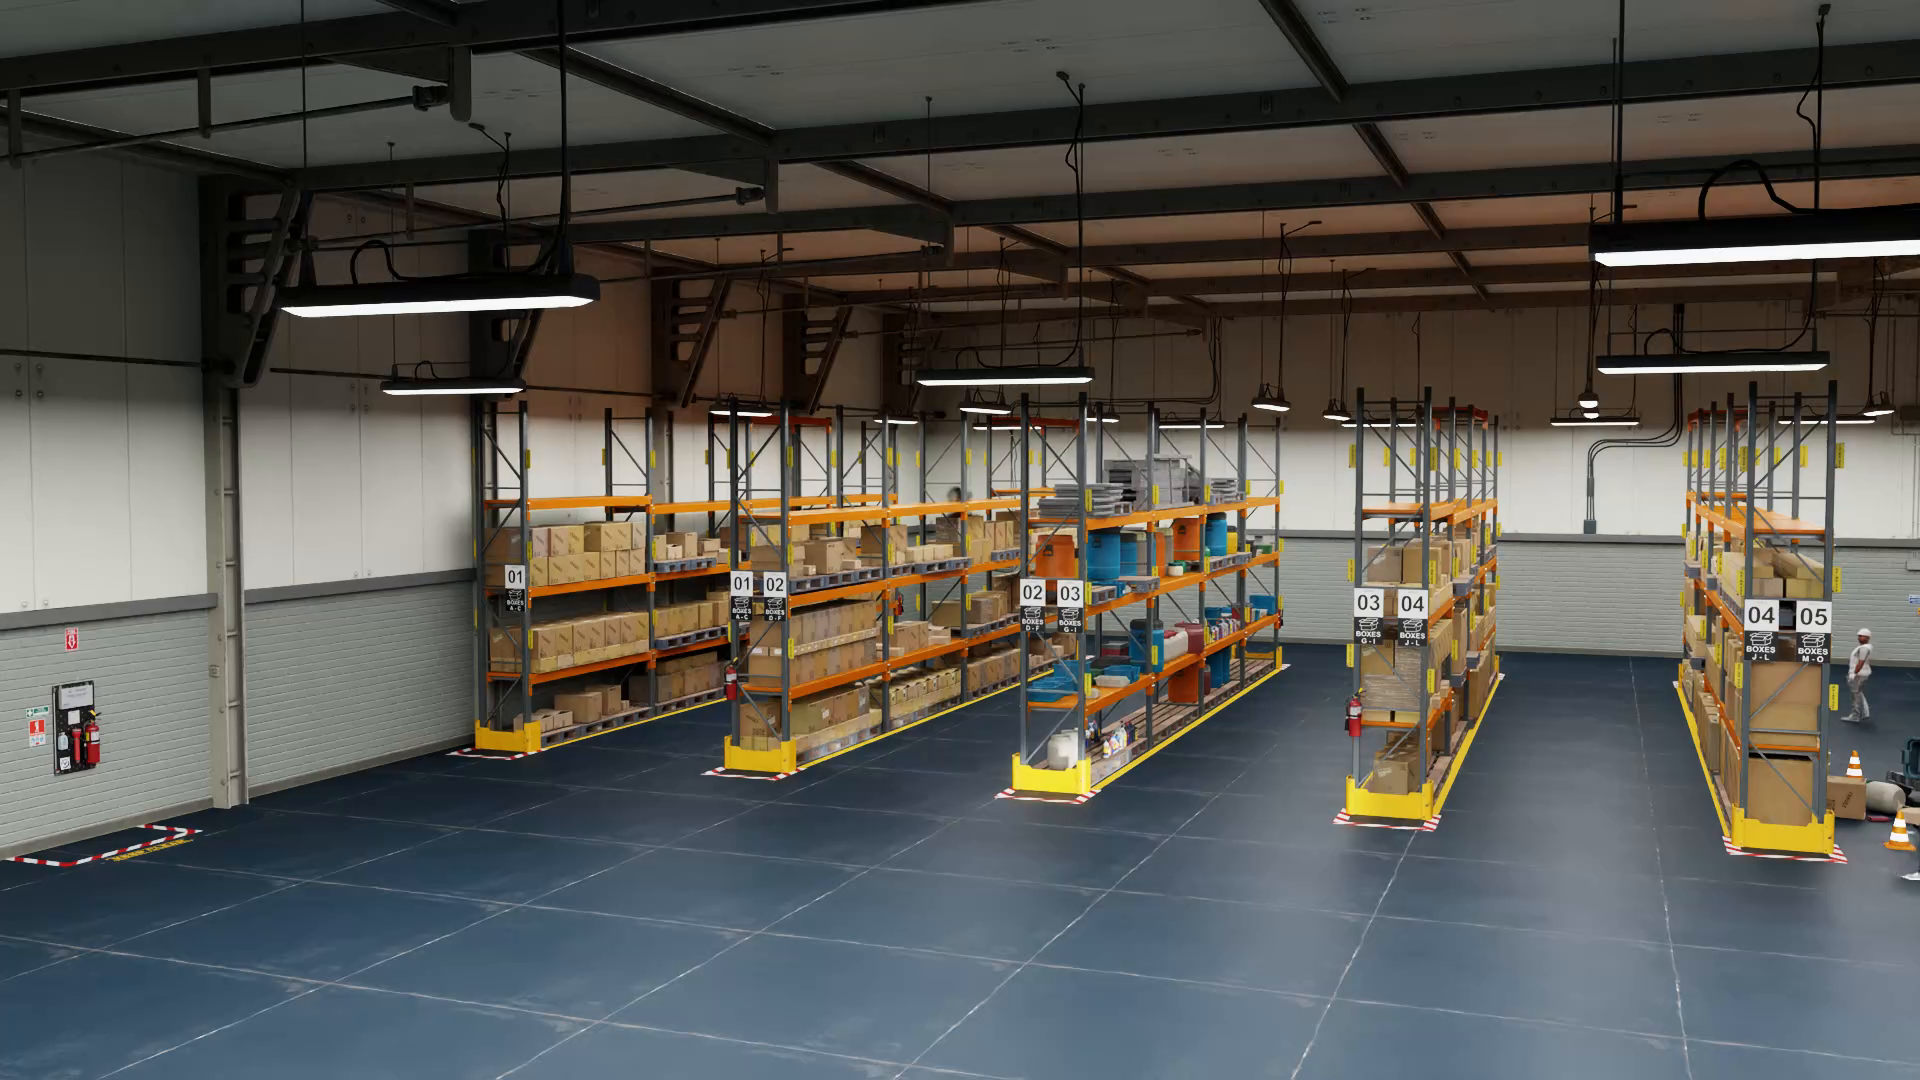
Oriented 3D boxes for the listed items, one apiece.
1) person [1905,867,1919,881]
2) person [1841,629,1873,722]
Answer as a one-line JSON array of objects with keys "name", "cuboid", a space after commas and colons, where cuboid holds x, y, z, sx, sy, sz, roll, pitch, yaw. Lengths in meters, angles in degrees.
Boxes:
[{"name": "person", "cuboid": [11.609, 3.255, 19.589, 0.761, 1.575, 0.407, 0, 3, -2]}, {"name": "person", "cuboid": [17.064, 2.572, 31.584, 0.613, 1.792, 0.527, -2, 3, -37]}]
